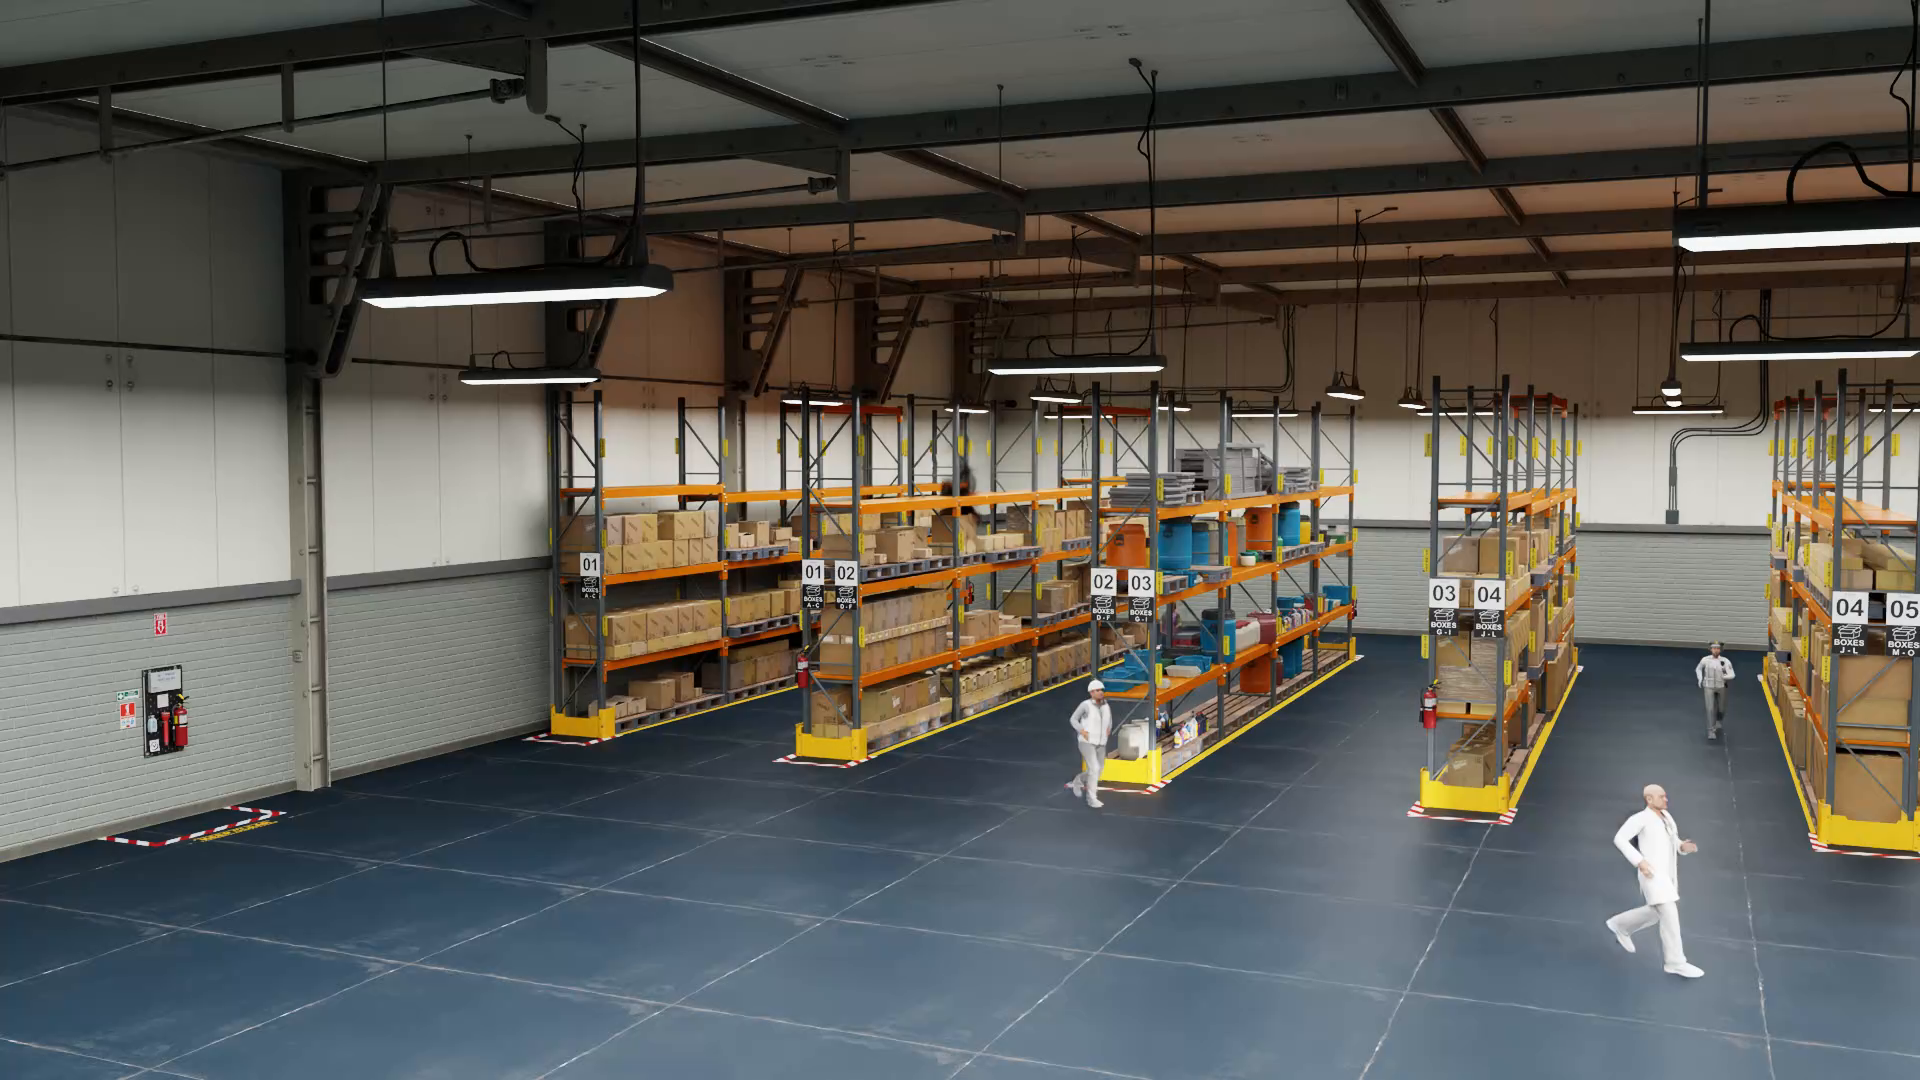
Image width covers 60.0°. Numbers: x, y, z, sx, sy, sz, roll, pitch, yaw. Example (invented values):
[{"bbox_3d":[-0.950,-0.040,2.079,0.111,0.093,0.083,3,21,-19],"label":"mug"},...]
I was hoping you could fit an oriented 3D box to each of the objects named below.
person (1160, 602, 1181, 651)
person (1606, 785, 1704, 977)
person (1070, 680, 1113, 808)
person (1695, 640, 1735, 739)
[{"bbox_3d":[4.747,2.153,37.653,0.534,1.551,0.579,1,3,19],"label":"person"},{"bbox_3d":[6.662,3.220,15.951,0.713,1.754,1.035,-3,4,-39],"label":"person"},{"bbox_3d":[1.879,2.852,23.492,0.690,1.746,0.738,-2,4,-34],"label":"person"},{"bbox_3d":[13.077,2.564,28.810,0.624,1.669,0.874,1,3,23],"label":"person"}]
